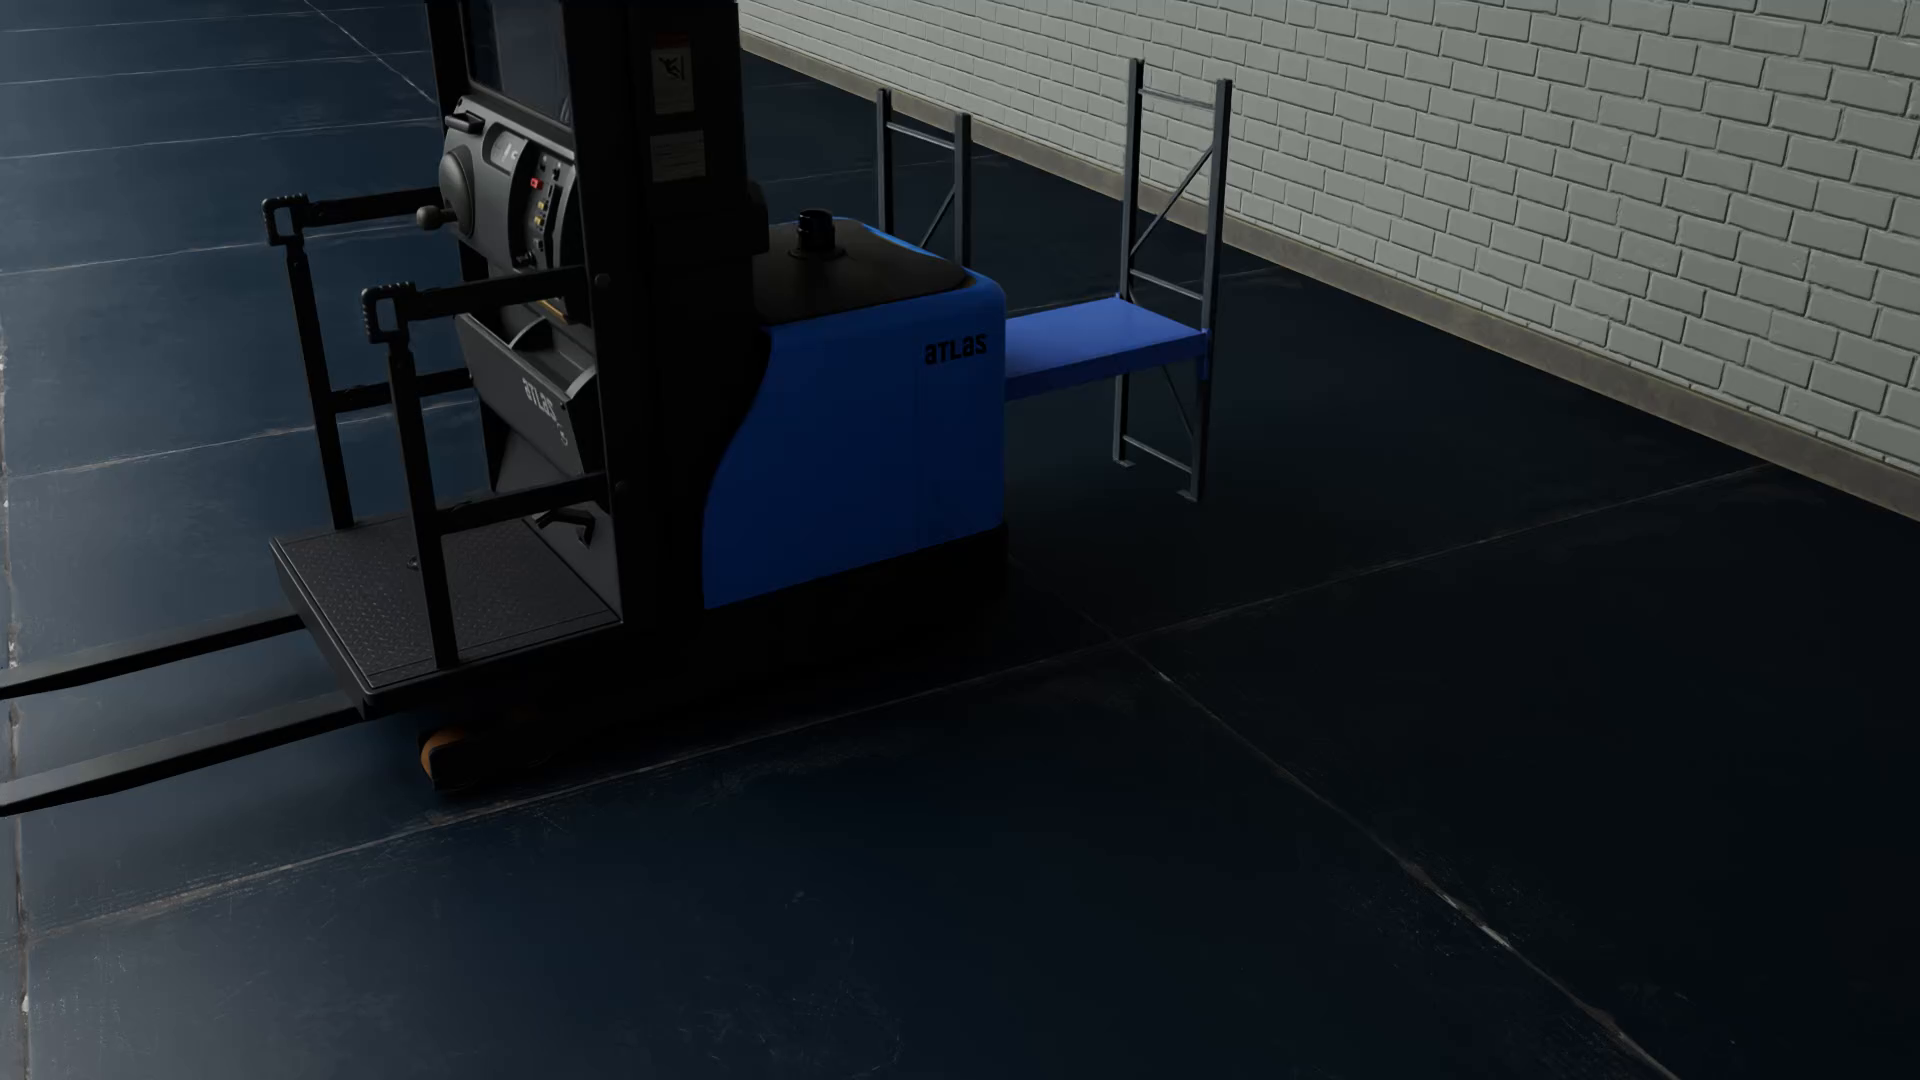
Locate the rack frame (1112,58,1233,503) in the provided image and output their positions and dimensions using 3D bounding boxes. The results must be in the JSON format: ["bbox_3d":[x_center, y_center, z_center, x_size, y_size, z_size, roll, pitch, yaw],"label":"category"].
[{"bbox_3d":[0.735,-0.902,5.896,0.032,1.500,0.500,-16,30,-30],"label":"rack frame"}]

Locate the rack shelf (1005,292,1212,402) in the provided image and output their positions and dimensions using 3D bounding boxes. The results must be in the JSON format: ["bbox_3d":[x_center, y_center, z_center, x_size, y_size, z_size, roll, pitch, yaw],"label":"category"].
[{"bbox_3d":[0.310,-0.620,5.723,1.000,0.185,0.538,-16,30,-30],"label":"rack shelf"}]

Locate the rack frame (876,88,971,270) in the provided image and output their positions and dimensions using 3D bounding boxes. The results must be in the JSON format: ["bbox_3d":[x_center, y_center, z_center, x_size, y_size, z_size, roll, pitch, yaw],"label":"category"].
[{"bbox_3d":[-0.116,-0.662,5.395,0.032,1.500,0.500,-16,30,-30],"label":"rack frame"}]

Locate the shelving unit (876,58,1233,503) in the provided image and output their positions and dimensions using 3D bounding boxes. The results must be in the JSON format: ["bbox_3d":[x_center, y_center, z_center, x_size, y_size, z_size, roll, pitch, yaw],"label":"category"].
[{"bbox_3d":[0.310,-0.782,5.646,1.048,1.500,0.538,-16,30,-30],"label":"shelving unit"}]

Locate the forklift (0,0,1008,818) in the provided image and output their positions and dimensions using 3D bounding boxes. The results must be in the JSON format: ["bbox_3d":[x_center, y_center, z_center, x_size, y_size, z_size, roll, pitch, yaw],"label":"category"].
[{"bbox_3d":[-1.365,-0.922,4.284,3.031,2.935,1.130,-16,30,-30],"label":"forklift"}]
